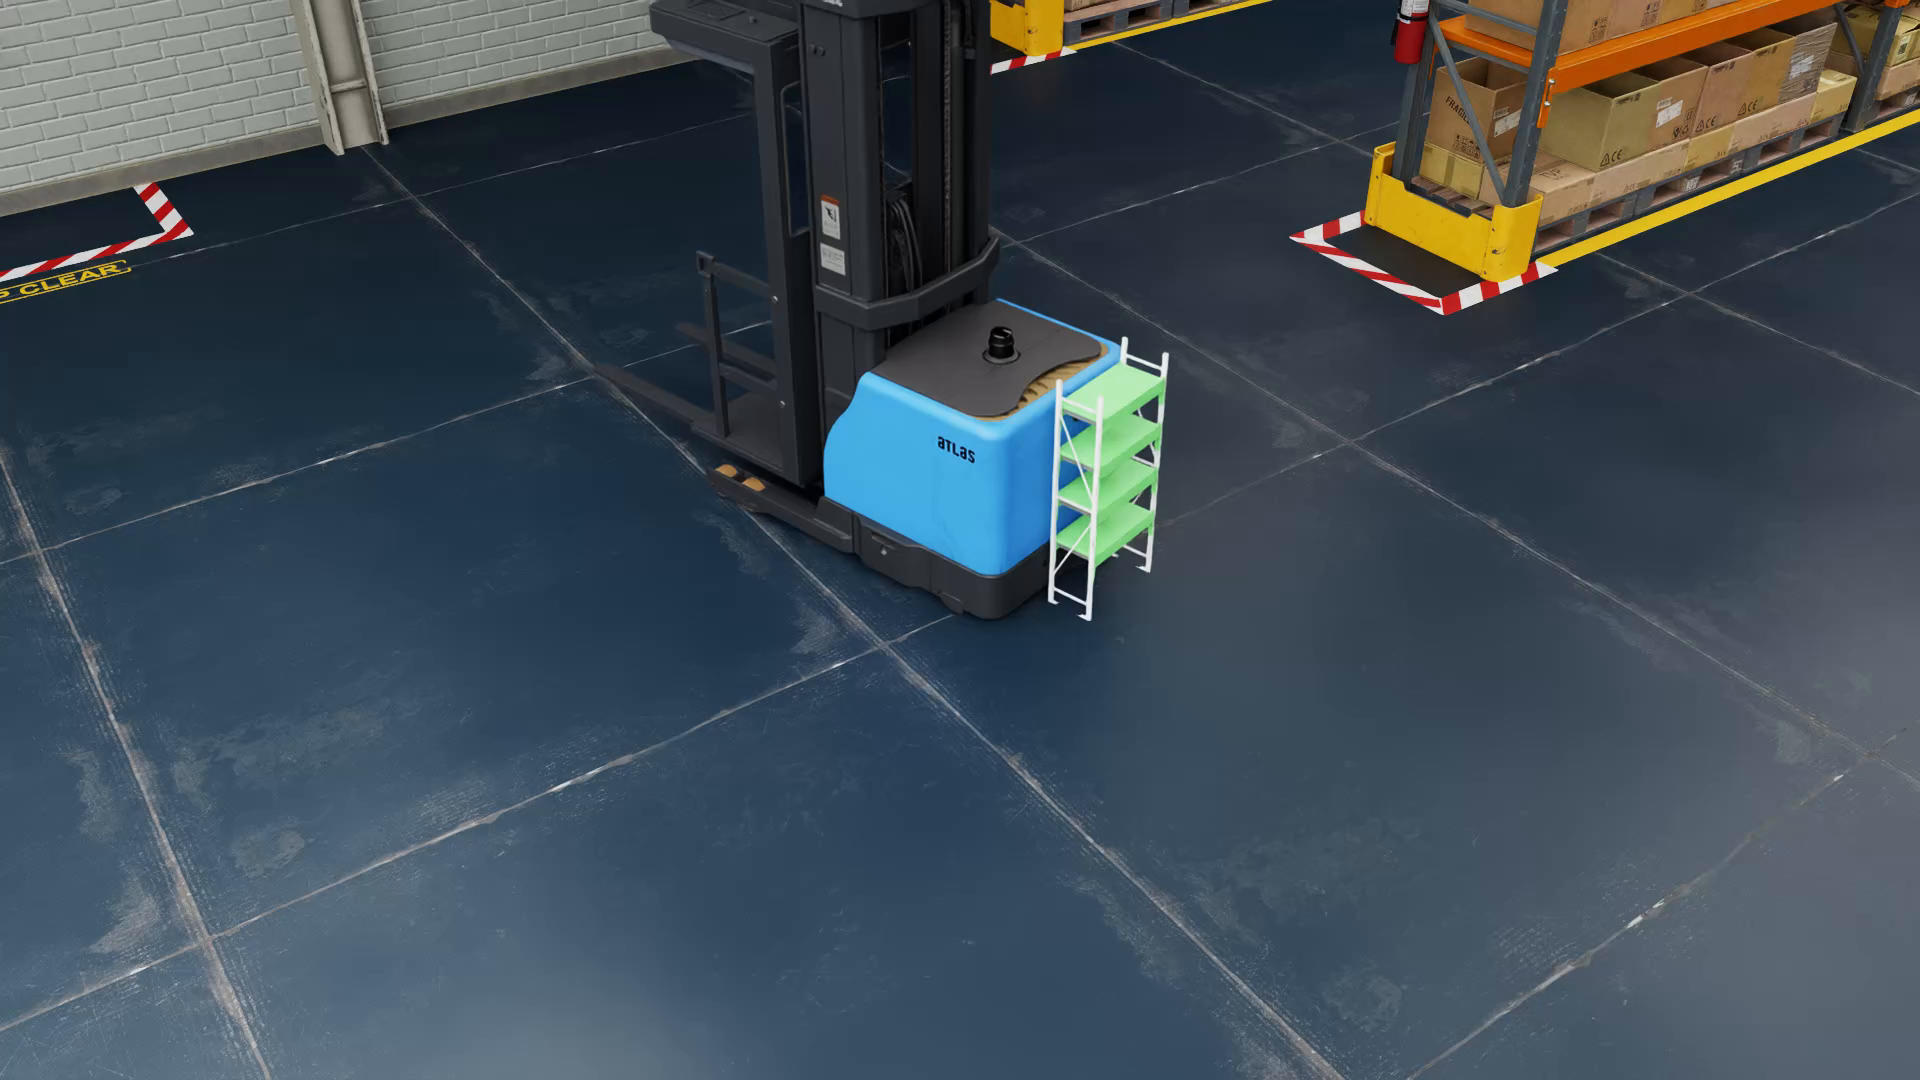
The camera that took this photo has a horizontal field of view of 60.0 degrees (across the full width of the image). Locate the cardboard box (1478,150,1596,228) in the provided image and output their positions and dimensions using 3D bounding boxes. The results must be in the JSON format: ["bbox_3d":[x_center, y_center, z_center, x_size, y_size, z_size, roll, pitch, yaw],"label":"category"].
[{"bbox_3d":[3.772,-2.305,10.881,0.500,0.250,0.500,-22,41,-28],"label":"cardboard box"}]

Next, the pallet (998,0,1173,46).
[{"bbox_3d":[1.095,-4.690,14.590,1.213,0.211,1.003,-22,41,-28],"label":"pallet"}]

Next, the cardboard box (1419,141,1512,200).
[{"bbox_3d":[3.474,-2.552,11.225,0.500,0.250,0.500,-22,41,-28],"label":"cardboard box"}]

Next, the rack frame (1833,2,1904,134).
[{"bbox_3d":[6.475,-4.522,11.969,0.127,3.000,1.000,-22,41,-28],"label":"rack frame"}]

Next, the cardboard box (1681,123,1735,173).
[{"bbox_3d":[4.999,-2.809,11.582,0.500,0.250,0.500,-22,41,-28],"label":"cardboard box"}]

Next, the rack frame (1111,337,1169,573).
[{"bbox_3d":[0.824,-0.377,7.747,0.240,1.200,0.015,26,43,31],"label":"rack frame"}]

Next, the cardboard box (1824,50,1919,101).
[{"bbox_3d":[6.948,-3.594,12.673,0.500,0.250,0.500,-23,42,-29],"label":"cardboard box"}]

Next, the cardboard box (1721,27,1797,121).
[{"bbox_3d":[5.400,-3.288,11.605,0.500,0.500,0.500,-22,41,-28],"label":"cardboard box"}]

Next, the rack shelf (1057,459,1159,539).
[{"bbox_3d":[0.669,-0.216,7.632,0.258,0.148,0.480,26,43,31],"label":"rack shelf"}]

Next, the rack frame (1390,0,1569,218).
[{"bbox_3d":[3.206,-3.177,10.098,0.127,3.000,1.000,-22,41,-28],"label":"rack frame"}]

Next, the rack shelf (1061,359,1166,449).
[{"bbox_3d":[0.669,-0.605,7.351,0.258,0.148,0.480,26,43,31],"label":"rack shelf"}]

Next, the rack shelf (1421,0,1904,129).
[{"bbox_3d":[4.840,-3.557,11.243,4.000,0.370,1.077,-22,41,-28],"label":"rack shelf"}]

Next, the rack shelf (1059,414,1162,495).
[{"bbox_3d":[0.669,-0.410,7.492,0.258,0.148,0.480,26,43,31],"label":"rack shelf"}]

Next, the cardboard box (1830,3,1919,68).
[{"bbox_3d":[6.956,-3.824,12.513,0.500,0.311,0.500,-22,41,-28],"label":"cardboard box"}]

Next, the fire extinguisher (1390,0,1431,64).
[{"bbox_3d":[2.841,-3.327,10.373,0.183,0.674,0.296,-22,41,-28],"label":"fire extinguisher"}]

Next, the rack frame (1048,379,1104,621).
[{"bbox_3d":[0.513,-0.158,7.442,0.240,1.200,0.015,26,43,31],"label":"rack frame"}]

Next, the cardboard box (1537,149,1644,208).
[{"bbox_3d":[4.179,-2.475,11.118,0.500,0.250,0.500,-22,41,-28],"label":"cardboard box"}]

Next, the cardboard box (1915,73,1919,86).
[{"bbox_3d":[7.366,-3.765,12.911,0.500,0.250,0.500,-21,41,-27],"label":"cardboard box"}]

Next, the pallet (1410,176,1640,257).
[{"bbox_3d":[3.806,-2.322,11.297,1.213,0.211,1.003,-22,41,-28],"label":"pallet"}]

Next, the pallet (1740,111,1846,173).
[{"bbox_3d":[5.801,-3.143,12.439,1.213,0.211,1.003,-22,41,-28],"label":"pallet"}]

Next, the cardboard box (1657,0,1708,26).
[{"bbox_3d":[4.430,-3.711,10.756,0.500,0.500,0.700,-22,41,-28],"label":"cardboard box"}]

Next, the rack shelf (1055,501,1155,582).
[{"bbox_3d":[0.669,-0.021,7.772,0.258,0.148,0.480,26,43,31],"label":"rack shelf"}]

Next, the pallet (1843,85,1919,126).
[{"bbox_3d":[7.055,-3.657,13.153,1.213,0.211,1.003,-22,41,-28],"label":"pallet"}]

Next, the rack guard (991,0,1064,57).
[{"bbox_3d":[0.411,-4.550,14.149,0.348,0.500,1.175,-22,41,-28],"label":"rack guard"}]

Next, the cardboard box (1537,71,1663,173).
[{"bbox_3d":[4.180,-2.779,10.897,0.500,0.500,0.500,-22,41,-28],"label":"cardboard box"}]

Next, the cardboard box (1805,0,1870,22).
[{"bbox_3d":[6.641,-4.077,12.865,0.500,0.311,0.500,-22,41,-28],"label":"cardboard box"}]

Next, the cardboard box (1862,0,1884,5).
[{"bbox_3d":[7.063,-4.255,13.112,0.500,0.311,0.500,-21,41,-27],"label":"cardboard box"}]

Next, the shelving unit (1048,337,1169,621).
[{"bbox_3d":[0.669,-0.268,7.594,0.258,1.200,0.503,26,43,31],"label":"shelving unit"}]

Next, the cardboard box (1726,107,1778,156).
[{"bbox_3d":[5.407,-2.977,11.816,0.500,0.250,0.500,-22,41,-28],"label":"cardboard box"}]

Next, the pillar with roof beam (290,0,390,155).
[{"bbox_3d":[-2.002,-4.551,6.870,0.400,9.000,9.100,-22,41,-28],"label":"pillar with roof beam"}]

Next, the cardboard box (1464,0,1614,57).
[{"bbox_3d":[3.594,-3.368,10.279,0.500,0.500,0.700,-22,41,-28],"label":"cardboard box"}]

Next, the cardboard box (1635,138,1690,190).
[{"bbox_3d":[4.588,-2.643,11.351,0.500,0.250,0.500,-22,41,-28],"label":"cardboard box"}]

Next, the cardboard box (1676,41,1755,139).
[{"bbox_3d":[5.000,-3.113,11.362,0.500,0.500,0.500,-22,41,-28],"label":"cardboard box"}]

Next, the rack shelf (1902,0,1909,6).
[{"bbox_3d":[8.110,-4.903,13.114,4.000,0.370,1.077,-22,41,-28],"label":"rack shelf"}]

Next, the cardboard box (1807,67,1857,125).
[{"bbox_3d":[6.222,-3.316,12.287,0.500,0.250,0.500,-22,41,-28],"label":"cardboard box"}]

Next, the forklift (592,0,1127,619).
[{"bbox_3d":[-0.667,-1.548,7.892,3.031,2.935,1.130,26,43,32],"label":"forklift"}]

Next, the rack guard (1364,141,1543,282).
[{"bbox_3d":[3.186,-2.154,10.816,0.348,0.500,1.175,-22,41,-28],"label":"rack guard"}]

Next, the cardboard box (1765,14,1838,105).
[{"bbox_3d":[5.807,-3.458,11.842,0.500,0.500,0.500,-22,41,-28],"label":"cardboard box"}]

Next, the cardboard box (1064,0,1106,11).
[{"bbox_3d":[0.966,-4.816,14.304,0.500,0.311,0.500,-28,44,-33],"label":"cardboard box"}]

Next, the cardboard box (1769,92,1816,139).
[{"bbox_3d":[5.808,-3.153,12.060,0.500,0.250,0.500,-22,41,-28],"label":"cardboard box"}]

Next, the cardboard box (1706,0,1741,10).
[{"bbox_3d":[4.858,-3.890,11.004,0.500,0.500,0.700,-21,41,-27],"label":"cardboard box"}]

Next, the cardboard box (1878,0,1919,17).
[{"bbox_3d":[7.369,-3.990,12.744,0.500,0.311,0.500,-23,42,-28],"label":"cardboard box"}]

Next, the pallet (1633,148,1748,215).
[{"bbox_3d":[4.803,-2.730,11.865,1.213,0.211,1.003,-22,41,-28],"label":"pallet"}]

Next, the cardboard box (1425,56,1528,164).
[{"bbox_3d":[3.472,-2.858,11.007,0.500,0.500,0.500,-22,41,-28],"label":"cardboard box"}]

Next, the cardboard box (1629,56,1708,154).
[{"bbox_3d":[4.581,-2.953,11.140,0.500,0.500,0.500,-22,41,-28],"label":"cardboard box"}]

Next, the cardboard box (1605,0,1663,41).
[{"bbox_3d":[4.021,-3.547,10.527,0.500,0.500,0.700,-21,41,-27],"label":"cardboard box"}]

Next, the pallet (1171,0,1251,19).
[{"bbox_3d":[2.092,-5.097,15.157,1.213,0.211,1.003,-22,41,-28],"label":"pallet"}]
